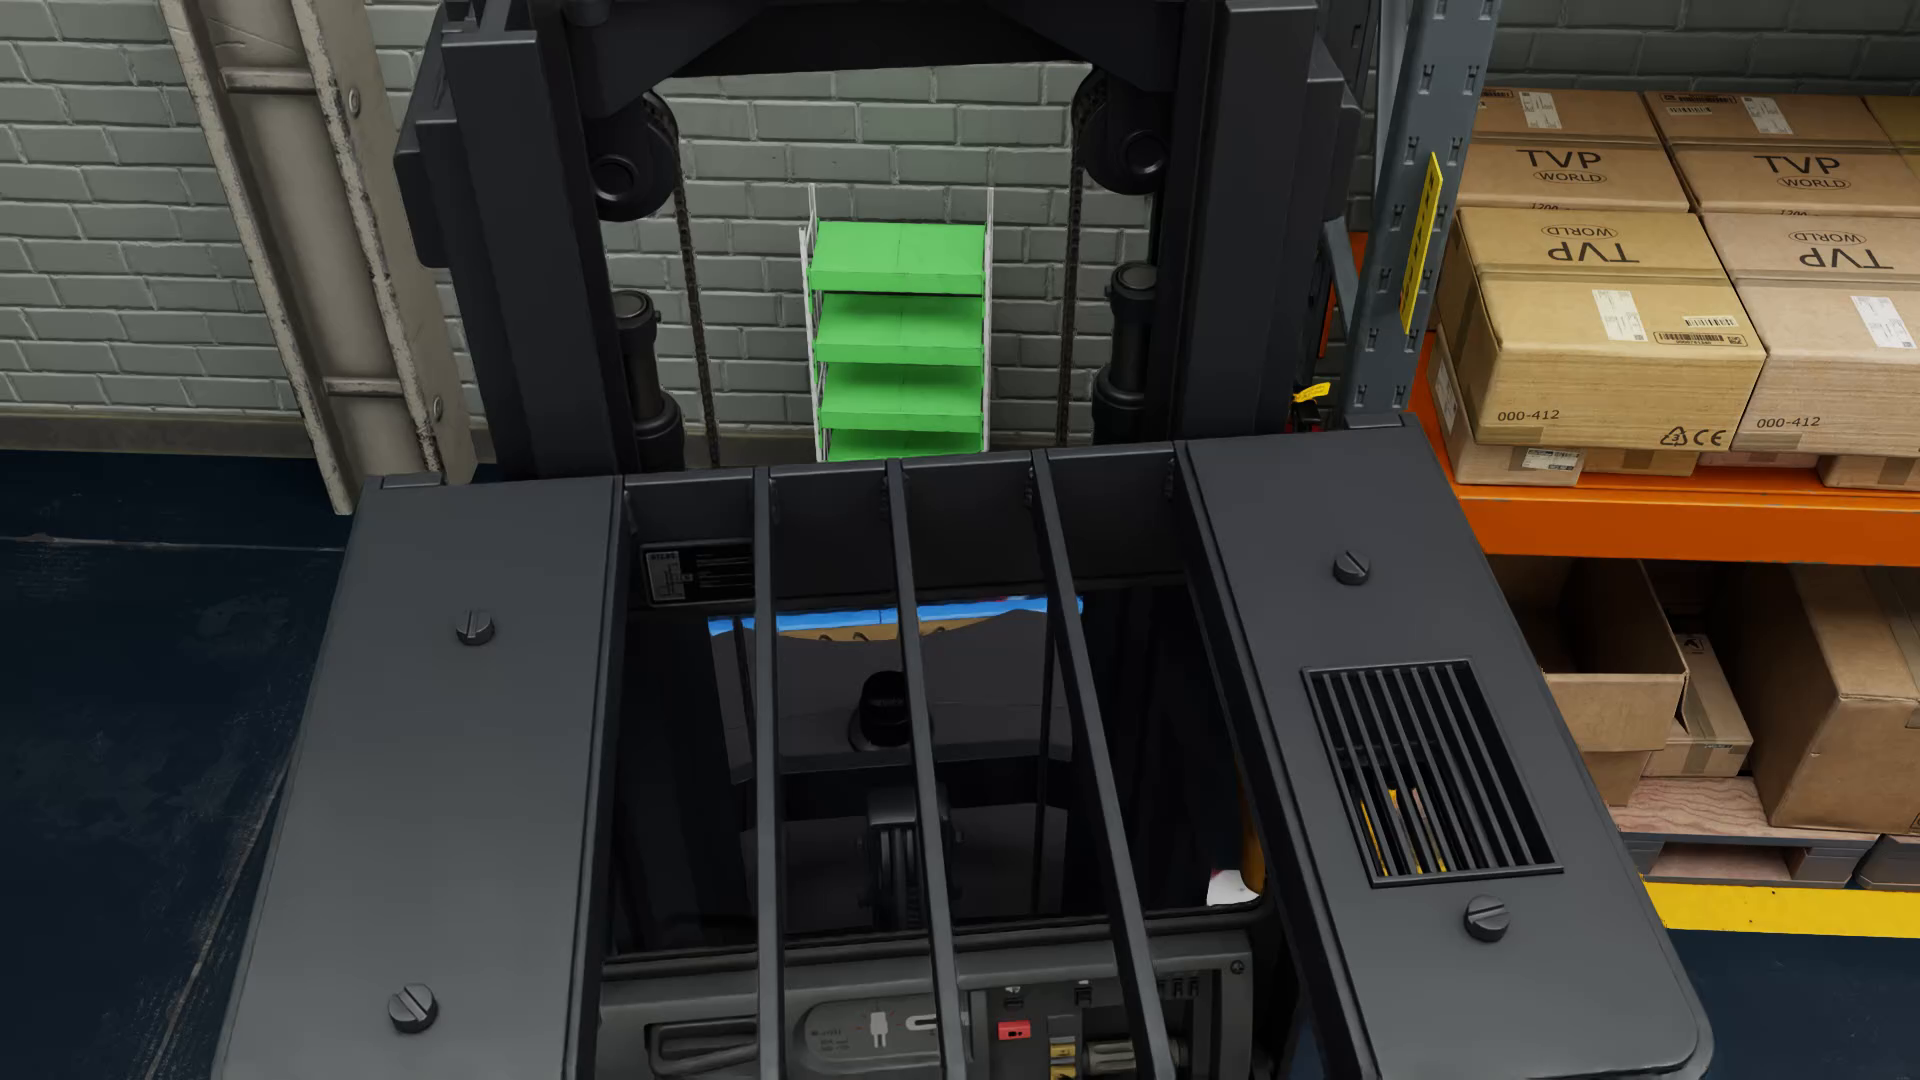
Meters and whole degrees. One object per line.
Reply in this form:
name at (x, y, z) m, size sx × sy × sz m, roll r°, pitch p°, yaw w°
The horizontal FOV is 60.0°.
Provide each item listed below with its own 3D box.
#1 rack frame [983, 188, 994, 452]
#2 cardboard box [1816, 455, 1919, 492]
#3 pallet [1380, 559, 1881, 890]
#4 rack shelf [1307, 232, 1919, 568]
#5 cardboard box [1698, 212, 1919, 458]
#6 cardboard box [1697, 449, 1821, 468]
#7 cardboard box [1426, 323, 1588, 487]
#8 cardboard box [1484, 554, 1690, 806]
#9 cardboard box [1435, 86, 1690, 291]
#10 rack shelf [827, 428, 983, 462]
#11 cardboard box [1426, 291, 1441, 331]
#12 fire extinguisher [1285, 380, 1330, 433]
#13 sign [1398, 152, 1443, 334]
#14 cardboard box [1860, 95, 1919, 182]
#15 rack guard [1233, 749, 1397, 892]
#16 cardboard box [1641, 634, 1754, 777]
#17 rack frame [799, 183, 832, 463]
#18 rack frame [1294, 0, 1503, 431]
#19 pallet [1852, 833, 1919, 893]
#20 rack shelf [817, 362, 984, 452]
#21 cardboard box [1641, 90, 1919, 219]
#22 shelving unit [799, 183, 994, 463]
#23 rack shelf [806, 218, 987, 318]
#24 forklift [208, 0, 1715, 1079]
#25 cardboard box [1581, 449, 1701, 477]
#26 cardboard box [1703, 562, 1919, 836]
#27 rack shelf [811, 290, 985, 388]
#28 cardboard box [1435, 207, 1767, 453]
rack frame at (0.078, -0.437, 4.838) m, size 0.015 × 1.200 × 0.240 m, roll 2°, pitch 43°, yaw 2°
cardboard box at (1.934, -0.283, 3.538) m, size 0.250 × 0.149 × 0.380 m, roll 3°, pitch 43°, yaw 3°
pallet at (1.720, 0.464, 4.597) m, size 1.213 × 0.211 × 1.003 m, roll 2°, pitch 43°, yaw 2°
rack shelf at (2.846, -0.258, 3.854) m, size 4.000 × 0.370 × 1.077 m, roll 2°, pitch 43°, yaw 2°
cardboard box at (1.792, -0.423, 3.396) m, size 0.500 × 0.250 × 0.500 m, roll 2°, pitch 43°, yaw 2°
cardboard box at (1.684, -0.333, 3.591) m, size 0.250 × 0.149 × 0.380 m, roll 1°, pitch 43°, yaw 1°
cardboard box at (1.164, -0.293, 3.549) m, size 0.250 × 0.149 × 0.380 m, roll 1°, pitch 43°, yaw 2°
cardboard box at (1.454, 0.261, 4.293) m, size 0.637 × 0.503 × 0.797 m, roll 0°, pitch 43°, yaw 0°
cardboard box at (1.319, -0.803, 3.803) m, size 0.500 × 0.250 × 0.500 m, roll 3°, pitch 43°, yaw 3°
rack shelf at (-0.165, -0.222, 5.054) m, size 0.480 × 0.148 × 0.258 m, roll 2°, pitch 43°, yaw 2°
cardboard box at (1.191, -0.663, 3.945) m, size 0.250 × 0.149 × 0.380 m, roll 1°, pitch 43°, yaw 1°
fire extinguisher at (0.680, -0.107, 3.495) m, size 0.183 × 0.674 × 0.296 m, roll 2°, pitch 43°, yaw 2°
sign at (0.823, -0.529, 2.983) m, size 0.005 × 0.325 × 0.100 m, roll 2°, pitch 43°, yaw 2°
cardboard box at (2.329, -0.768, 3.765) m, size 0.500 × 0.250 × 0.500 m, roll 3°, pitch 43°, yaw 3°
rack guard at (0.924, 0.335, 4.524) m, size 0.348 × 0.500 × 1.175 m, roll 2°, pitch 43°, yaw 2°
cardboard box at (1.877, 0.430, 4.371) m, size 0.250 × 0.149 × 0.380 m, roll 0°, pitch 43°, yaw 0°
rack frame at (-0.409, -0.452, 4.855) m, size 0.015 × 1.200 × 0.240 m, roll 2°, pitch 43°, yaw 2°
rack frame at (0.848, -0.582, 3.674) m, size 0.127 × 3.000 × 1.000 m, roll 2°, pitch 43°, yaw 2°
pallet at (2.936, 0.504, 4.555) m, size 1.213 × 0.211 × 1.003 m, roll 2°, pitch 43°, yaw 2°
rack shelf at (-0.165, -0.397, 4.890) m, size 0.480 × 0.148 × 0.258 m, roll 2°, pitch 43°, yaw 2°
cardboard box at (1.834, -0.786, 3.785) m, size 0.500 × 0.250 × 0.500 m, roll 2°, pitch 43°, yaw 2°
shelving unit at (-0.165, -0.444, 4.846) m, size 0.503 × 1.200 × 0.258 m, roll 2°, pitch 43°, yaw 2°
rack shelf at (-0.166, -0.749, 4.563) m, size 0.480 × 0.148 × 0.258 m, roll 2°, pitch 43°, yaw 2°
forklift at (-0.030, 0.859, 2.178) m, size 1.130 × 2.935 × 3.031 m, roll -4°, pitch 43°, yaw -4°
cardboard box at (1.420, -0.317, 3.574) m, size 0.250 × 0.149 × 0.380 m, roll 3°, pitch 43°, yaw 3°
cardboard box at (2.307, 0.315, 4.237) m, size 0.500 × 0.500 × 0.700 m, roll 3°, pitch 43°, yaw 4°
rack shelf at (-0.166, -0.573, 4.726) m, size 0.480 × 0.148 × 0.258 m, roll 2°, pitch 43°, yaw 2°
cardboard box at (1.289, -0.439, 3.412) m, size 0.500 × 0.250 × 0.500 m, roll 2°, pitch 43°, yaw 2°
